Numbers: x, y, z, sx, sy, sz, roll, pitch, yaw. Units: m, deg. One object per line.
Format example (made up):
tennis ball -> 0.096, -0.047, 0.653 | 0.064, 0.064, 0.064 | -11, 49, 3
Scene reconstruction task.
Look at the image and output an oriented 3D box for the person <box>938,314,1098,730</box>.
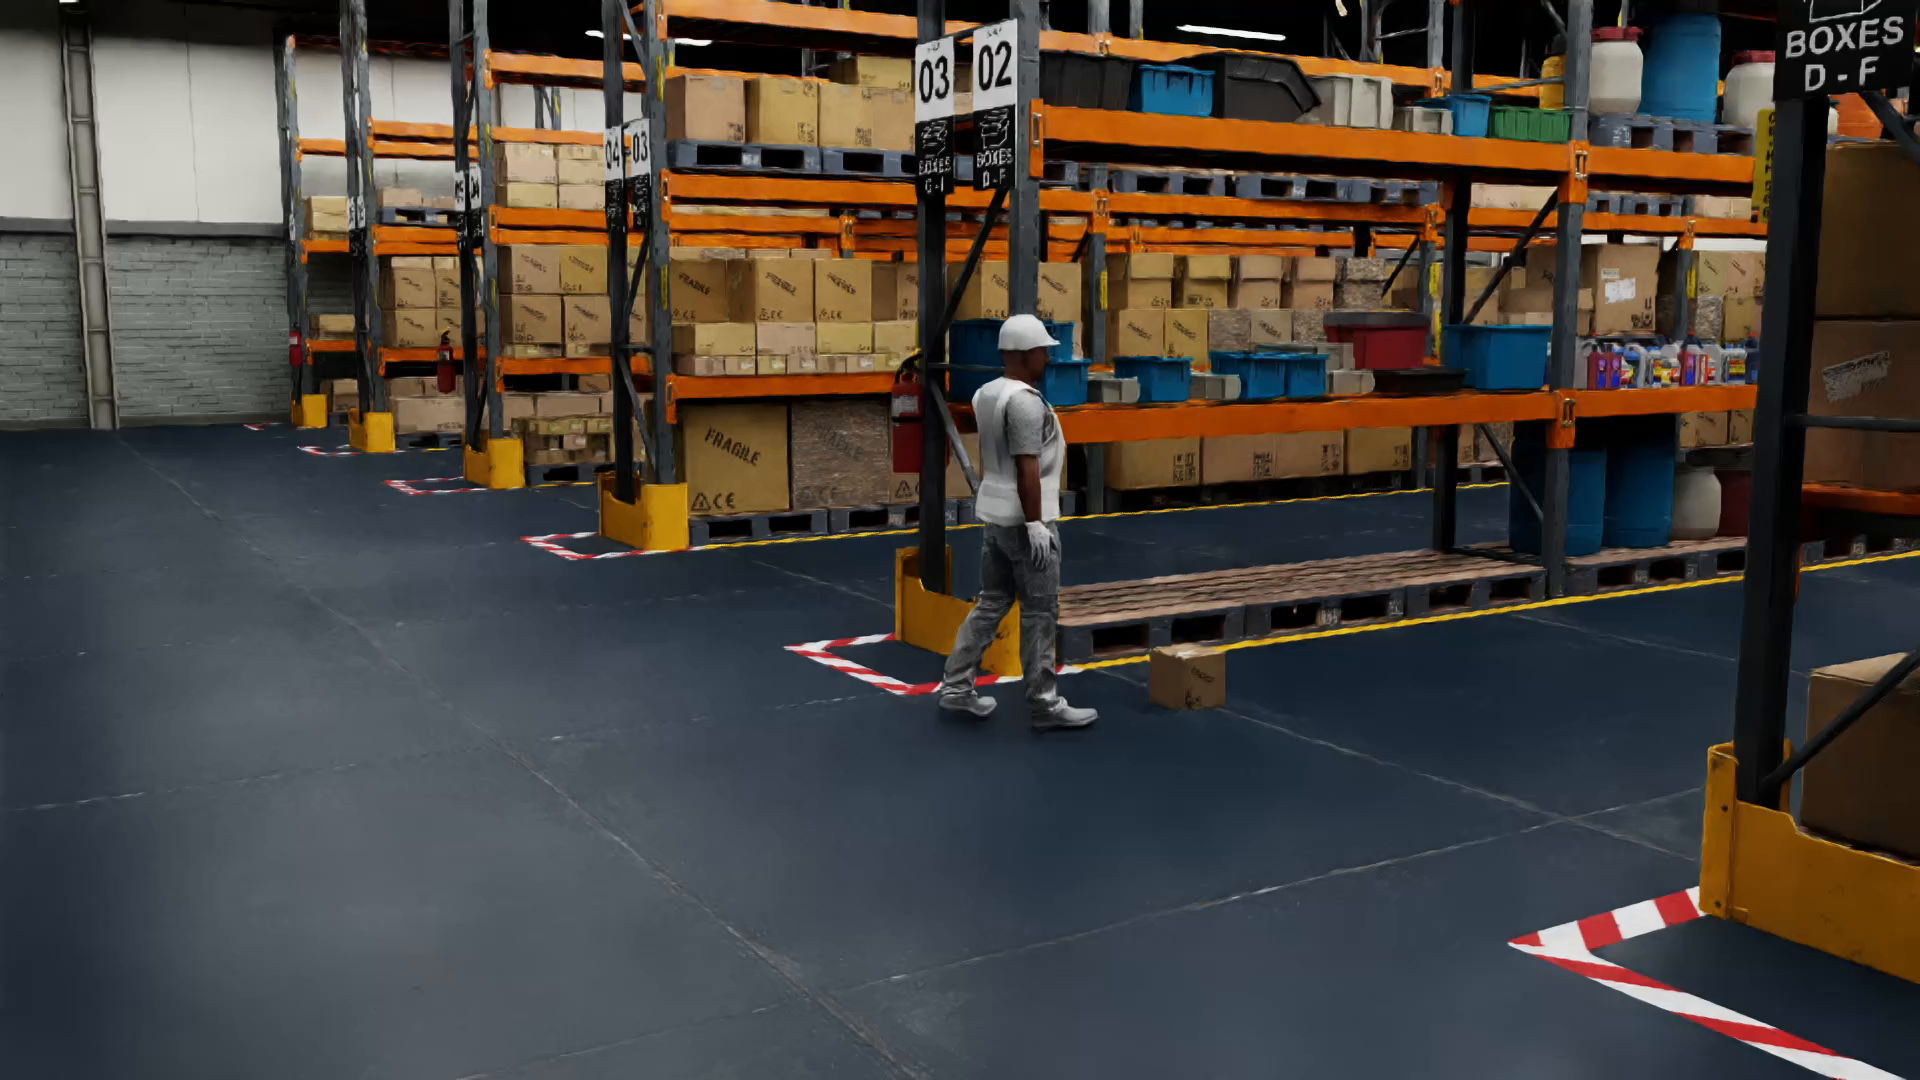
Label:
person -> 0.260, -0.077, 7.213 | 0.654, 1.790, 0.566 | -3, 9, -20
